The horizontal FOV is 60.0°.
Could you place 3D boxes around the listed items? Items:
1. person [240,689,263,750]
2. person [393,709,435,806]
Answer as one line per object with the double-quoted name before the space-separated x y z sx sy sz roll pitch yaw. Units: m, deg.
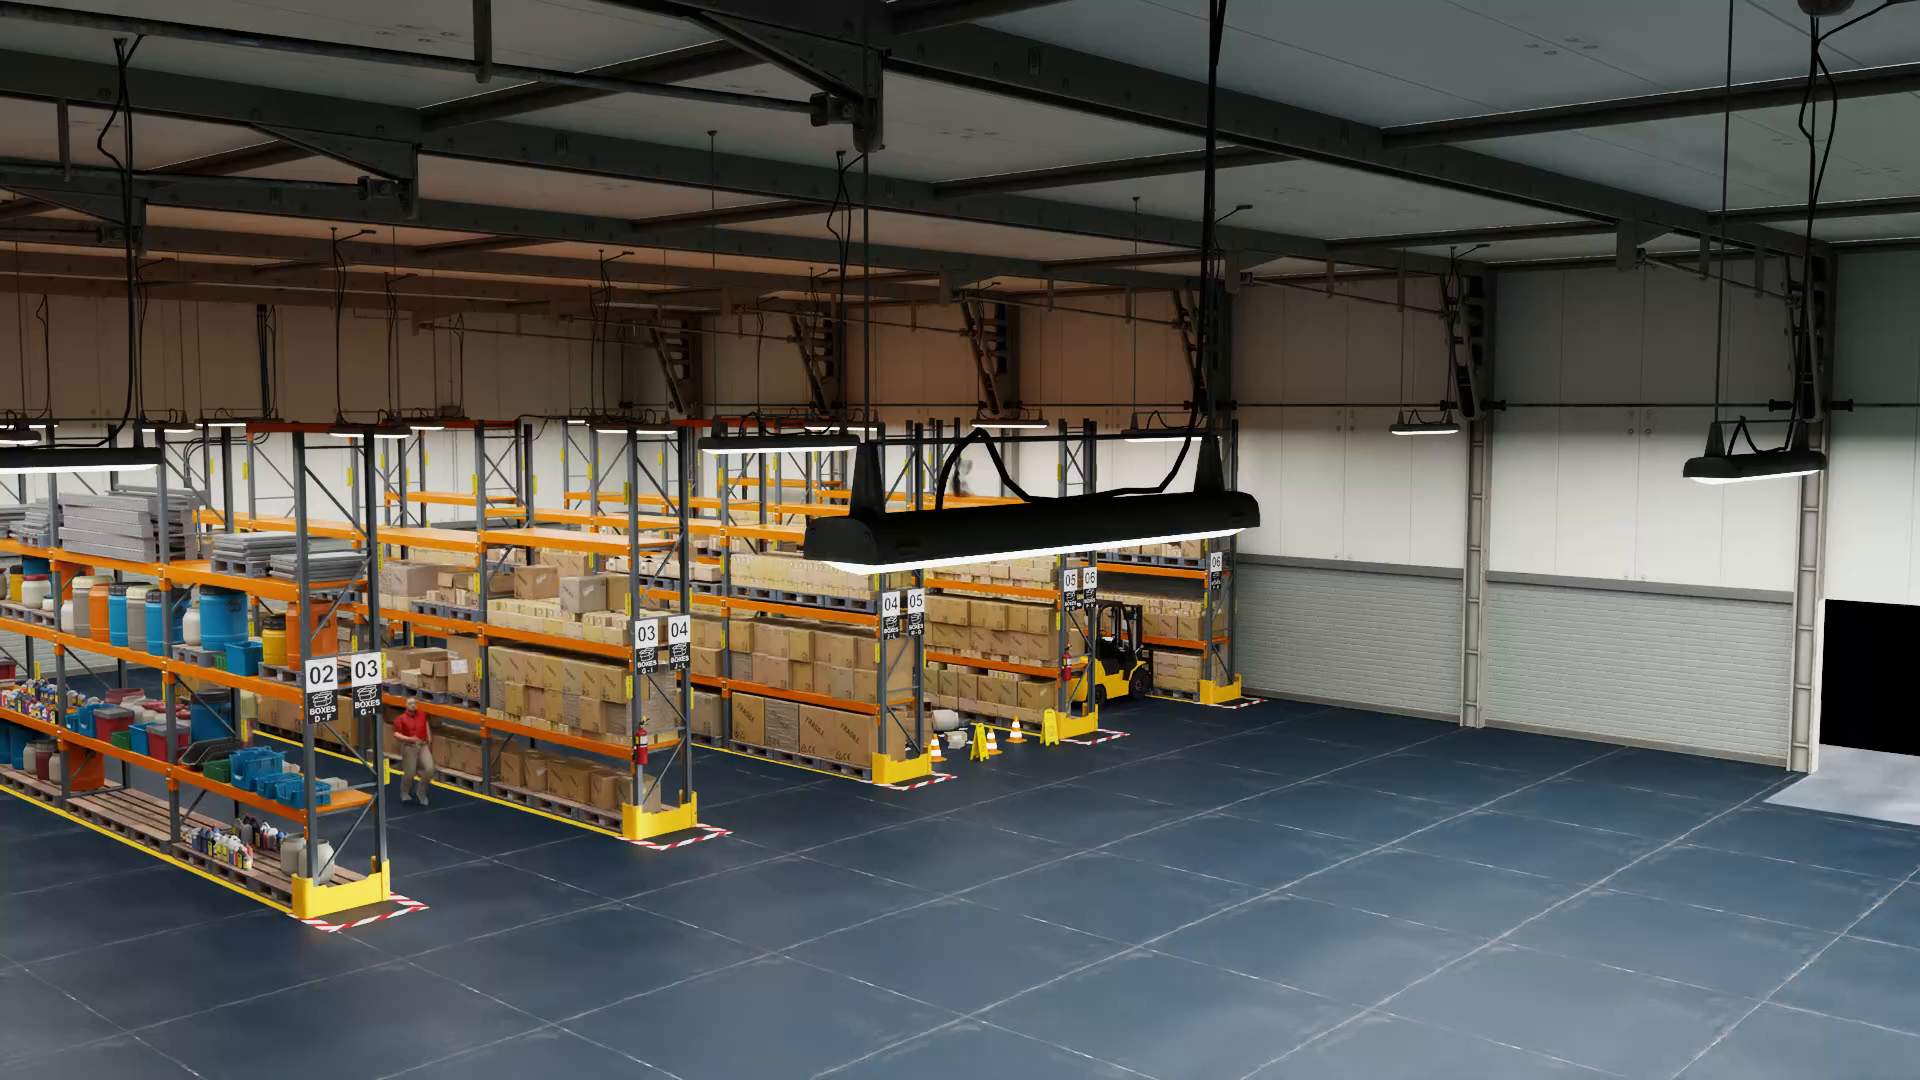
"person" -12.437 3.048 28.934 0.811 1.568 0.547 3 6 34
"person" -8.649 3.453 26.329 0.634 1.550 0.696 -4 6 -43
